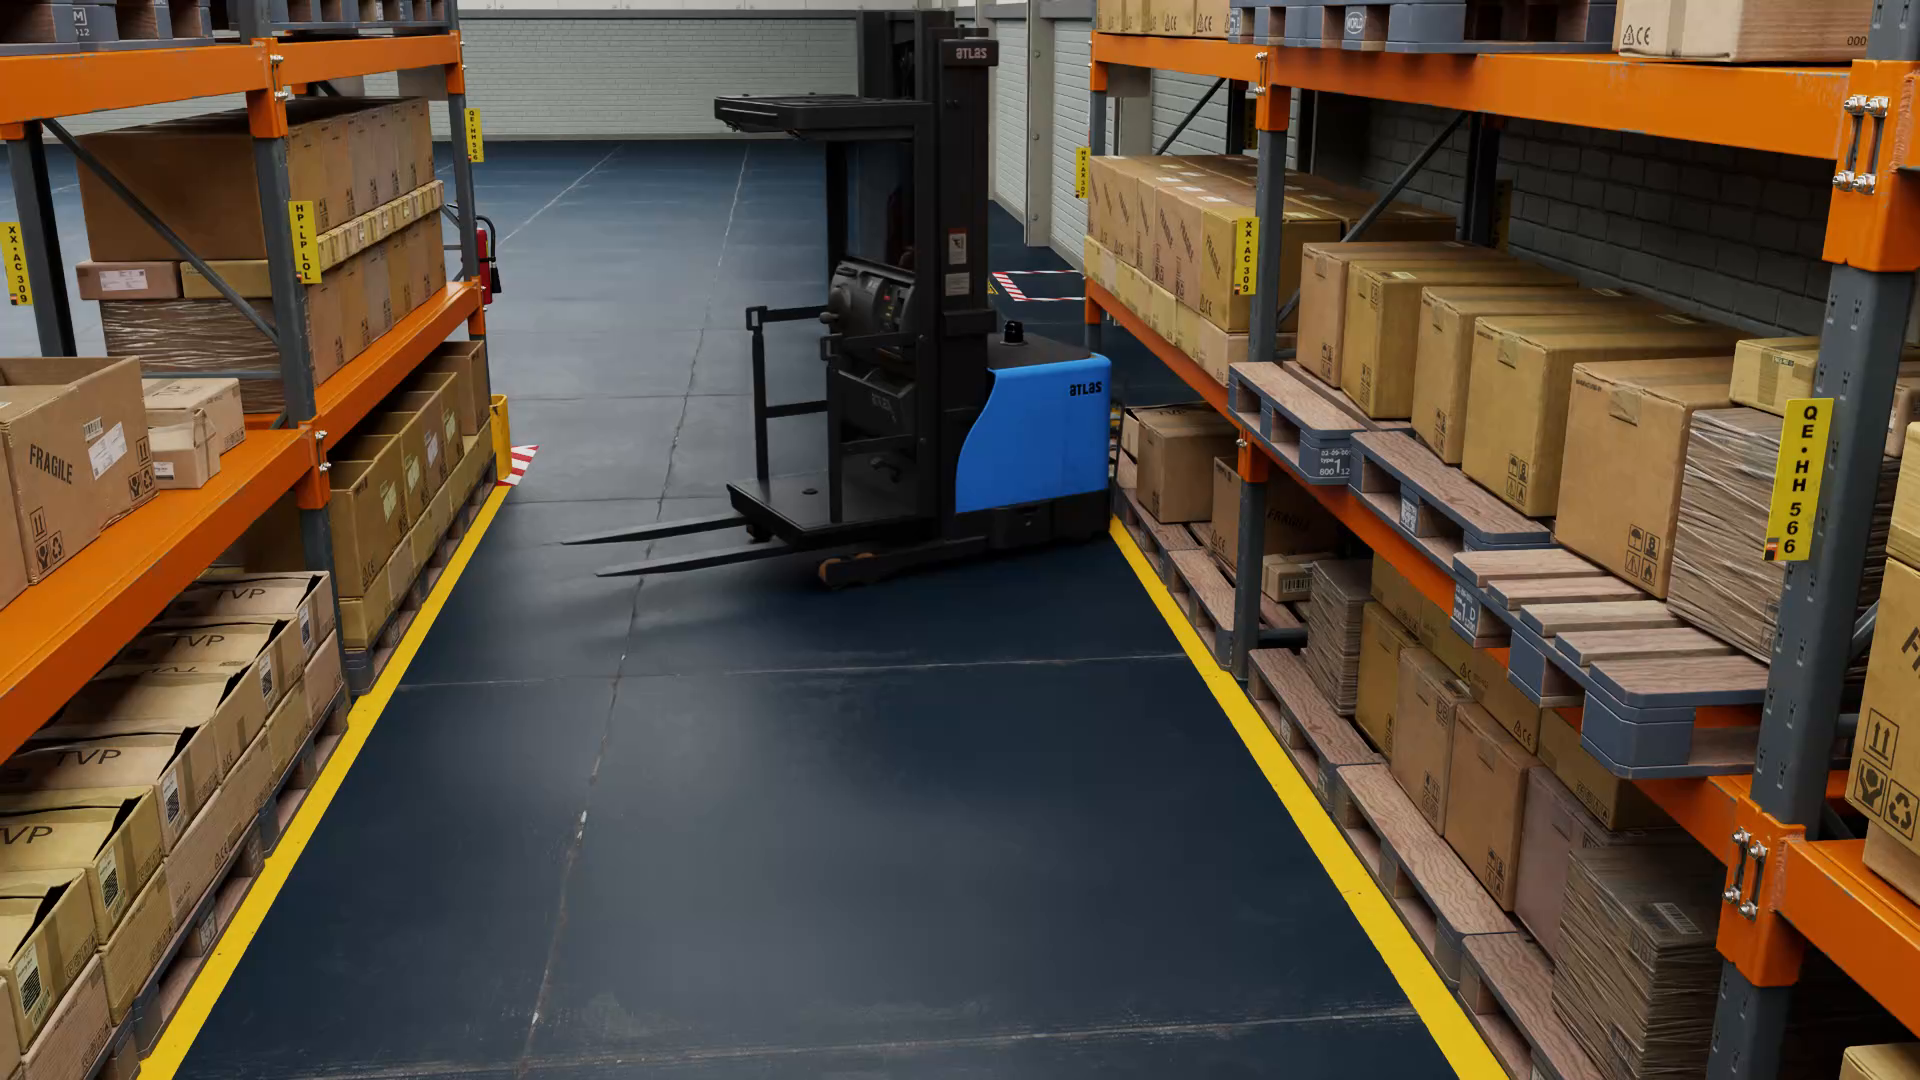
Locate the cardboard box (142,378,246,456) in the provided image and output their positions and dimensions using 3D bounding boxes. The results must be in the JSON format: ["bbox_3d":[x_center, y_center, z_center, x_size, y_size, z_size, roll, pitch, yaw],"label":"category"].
[{"bbox_3d":[-3.073,-0.441,6.323,0.500,0.250,0.500,-1,17,-2],"label":"cardboard box"}]

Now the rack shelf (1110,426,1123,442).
[{"bbox_3d":[0.815,-0.640,9.992,0.258,0.077,0.200,-2,18,-24],"label":"rack shelf"}]

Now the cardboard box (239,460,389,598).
[{"bbox_3d":[-2.904,-0.052,7.471,0.500,0.500,0.500,-2,18,-6],"label":"cardboard box"}]

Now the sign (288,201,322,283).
[{"bbox_3d":[-2.629,-1.192,6.665,0.100,0.325,0.005,-2,18,-6],"label":"sign"}]

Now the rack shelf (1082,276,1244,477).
[{"bbox_3d":[1.553,-1.064,9.261,1.077,0.370,4.000,-2,18,-6],"label":"rack shelf"}]

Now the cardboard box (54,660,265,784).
[{"bbox_3d":[-2.731,0.602,5.706,0.500,0.311,0.500,-2,18,-6],"label":"cardboard box"}]

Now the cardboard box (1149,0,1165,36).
[{"bbox_3d":[1.287,-2.910,8.730,0.500,0.500,0.500,-1,17,-2],"label":"cardboard box"}]

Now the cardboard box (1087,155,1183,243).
[{"bbox_3d":[1.097,-2.148,10.475,0.500,0.500,0.500,-2,18,-6],"label":"cardboard box"}]

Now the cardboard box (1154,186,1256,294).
[{"bbox_3d":[1.305,-1.538,8.532,0.500,0.500,0.500,-2,18,-7],"label":"cardboard box"}]

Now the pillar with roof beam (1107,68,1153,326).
[{"bbox_3d":[-2.621,-6.339,14.843,9.100,9.000,0.400,-2,18,-6],"label":"pillar with roof beam"}]

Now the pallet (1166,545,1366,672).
[{"bbox_3d":[1.655,0.320,8.306,1.003,0.211,1.213,-2,18,-6],"label":"pallet"}]

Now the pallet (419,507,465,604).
[{"bbox_3d":[-3.337,0.070,9.101,1.003,0.211,1.213,-2,18,-6],"label":"pallet"}]

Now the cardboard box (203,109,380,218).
[{"bbox_3d":[-3.375,-1.905,8.404,0.700,0.500,0.500,-2,18,-6],"label":"cardboard box"}]

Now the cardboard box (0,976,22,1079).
[{"bbox_3d":[-2.517,1.213,3.759,0.500,0.311,0.500,-1,17,-4],"label":"cardboard box"}]

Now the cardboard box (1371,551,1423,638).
[{"bbox_3d":[1.901,0.163,6.337,0.500,0.250,0.500,-2,18,-7],"label":"cardboard box"}]

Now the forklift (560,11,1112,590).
[{"bbox_3d":[-0.664,-1.315,8.973,3.031,2.935,1.130,-10,20,-28],"label":"forklift"}]

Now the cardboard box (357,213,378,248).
[{"bbox_3d":[-3.166,-1.562,8.395,0.380,0.149,0.250,-2,18,-6],"label":"cardboard box"}]

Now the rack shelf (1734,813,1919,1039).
[{"bbox_3d":[2.378,1.319,1.669,1.077,0.370,4.000,-2,18,-6],"label":"rack shelf"}]

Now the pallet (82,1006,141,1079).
[{"bbox_3d":[-2.801,1.618,4.171,1.003,0.211,1.213,-2,18,-6],"label":"pallet"}]

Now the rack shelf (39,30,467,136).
[{"bbox_3d":[-3.374,-2.341,8.320,1.077,0.370,4.000,-2,18,-6],"label":"rack shelf"}]

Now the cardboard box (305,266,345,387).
[{"bbox_3d":[-3.280,-0.994,7.669,0.700,0.500,0.500,-2,18,-6],"label":"cardboard box"}]

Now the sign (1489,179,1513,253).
[{"bbox_3d":[2.311,-1.382,7.140,0.100,0.325,0.005,-2,18,-6],"label":"sign"}]

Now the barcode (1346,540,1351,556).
[{"bbox_3d":[1.970,0.042,8.442,0.001,0.075,0.075,-2,18,-6],"label":"barcode"}]

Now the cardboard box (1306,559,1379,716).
[{"bbox_3d":[1.852,0.390,6.867,0.700,0.500,0.500,-1,17,-4],"label":"cardboard box"}]

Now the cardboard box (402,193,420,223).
[{"bbox_3d":[-3.272,-1.869,9.374,0.380,0.149,0.250,-2,17,-5],"label":"cardboard box"}]

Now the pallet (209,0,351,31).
[{"bbox_3d":[-3.281,-2.300,7.135,1.003,0.211,1.213,-2,18,-6],"label":"pallet"}]

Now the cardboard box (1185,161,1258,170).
[{"bbox_3d":[1.649,-2.015,10.053,0.500,0.500,0.500,-2,17,-5],"label":"cardboard box"}]

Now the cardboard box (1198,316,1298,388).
[{"bbox_3d":[1.409,-0.881,7.694,0.500,0.250,0.500,-2,18,-6],"label":"cardboard box"}]

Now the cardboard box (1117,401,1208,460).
[{"bbox_3d":[1.329,-0.722,10.722,0.500,0.311,0.500,-4,18,-12],"label":"cardboard box"}]

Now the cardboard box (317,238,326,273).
[{"bbox_3d":[-3.057,-1.252,7.409,0.380,0.149,0.250,-2,18,-7],"label":"cardboard box"}]

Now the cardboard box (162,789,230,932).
[{"bbox_3d":[-2.682,1.023,5.299,0.500,0.250,0.500,-1,17,-5],"label":"cardboard box"}]

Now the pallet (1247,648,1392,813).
[{"bbox_3d":[1.841,0.751,6.934,1.003,0.211,1.213,-2,18,-6],"label":"pallet"}]

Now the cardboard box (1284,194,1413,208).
[{"bbox_3d":[1.869,-1.408,8.120,0.500,0.500,0.500,-2,18,-6],"label":"cardboard box"}]

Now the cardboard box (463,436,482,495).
[{"bbox_3d":[-3.167,-0.439,9.956,0.500,0.250,0.500,-2,18,-6],"label":"cardboard box"}]

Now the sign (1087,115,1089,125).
[{"bbox_3d":[1.481,-4.783,18.960,0.001,0.109,0.331,-2,18,-6],"label":"sign"}]

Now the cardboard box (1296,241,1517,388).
[{"bbox_3d":[1.778,-0.917,6.688,0.700,0.500,0.500,-2,18,-5],"label":"cardboard box"}]

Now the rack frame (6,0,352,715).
[{"bbox_3d":[-3.167,-0.658,6.764,1.000,3.000,0.127,-2,18,-6],"label":"rack frame"}]

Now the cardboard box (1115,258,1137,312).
[{"bbox_3d":[1.196,-1.480,9.601,0.500,0.250,0.500,-2,18,-7],"label":"cardboard box"}]

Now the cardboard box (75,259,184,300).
[{"bbox_3d":[-3.409,-1.089,6.889,0.380,0.149,0.250,-2,18,-6],"label":"cardboard box"}]

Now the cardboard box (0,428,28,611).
[{"bbox_3d":[-2.944,-0.013,4.544,0.500,0.500,0.500,-3,18,-9],"label":"cardboard box"}]

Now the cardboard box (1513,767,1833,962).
[{"bbox_3d":[2.108,0.993,4.946,0.700,0.500,0.500,-2,18,-6],"label":"cardboard box"}]

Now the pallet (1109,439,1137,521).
[{"bbox_3d":[1.403,-0.407,10.622,1.003,0.211,1.213,-2,18,-6],"label":"pallet"}]

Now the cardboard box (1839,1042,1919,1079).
[{"bbox_3d":[2.117,1.428,3.007,0.750,0.750,0.750,-2,18,-6],"label":"cardboard box"}]

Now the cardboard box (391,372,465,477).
[{"bbox_3d":[-3.111,-0.648,9.369,0.500,0.500,0.500,-2,18,-6],"label":"cardboard box"}]

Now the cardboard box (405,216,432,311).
[{"bbox_3d":[-3.486,-1.601,9.603,0.700,0.500,0.500,-1,17,-4],"label":"cardboard box"}]

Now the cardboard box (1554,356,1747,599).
[{"bbox_3d":[2.029,-0.183,4.351,0.700,0.500,0.500,-3,18,-11],"label":"cardboard box"}]

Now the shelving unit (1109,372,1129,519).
[{"bbox_3d":[0.810,-0.586,10.007,0.258,0.900,0.210,-2,18,-24],"label":"shelving unit"}]

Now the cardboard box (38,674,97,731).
[{"bbox_3d":[-3.272,0.621,5.646,0.500,0.311,0.500,-2,18,-7],"label":"cardboard box"}]

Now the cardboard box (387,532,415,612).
[{"bbox_3d":[-2.960,0.157,8.058,0.500,0.250,0.500,-2,18,-6],"label":"cardboard box"}]
